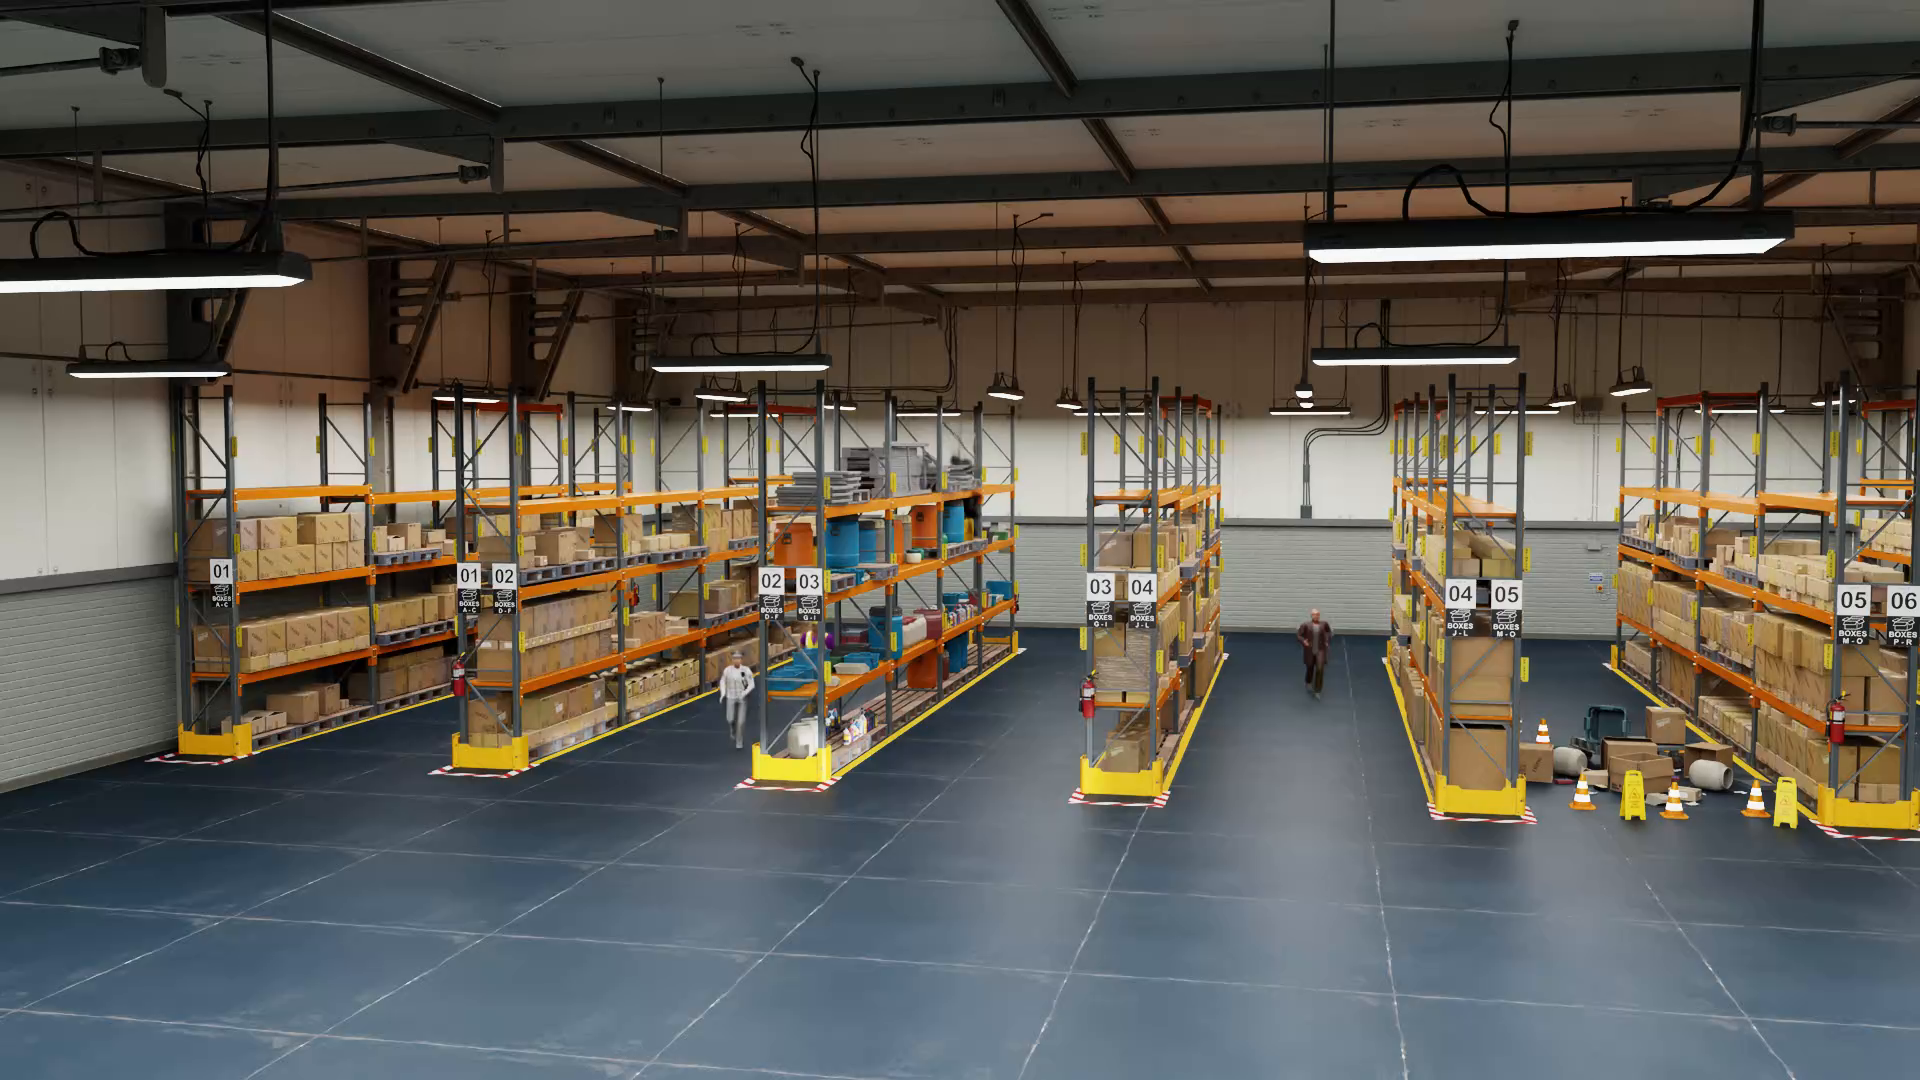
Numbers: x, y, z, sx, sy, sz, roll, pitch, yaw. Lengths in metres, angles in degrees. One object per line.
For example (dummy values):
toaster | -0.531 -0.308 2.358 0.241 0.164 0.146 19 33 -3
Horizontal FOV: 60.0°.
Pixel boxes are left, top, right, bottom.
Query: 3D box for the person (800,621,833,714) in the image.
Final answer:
person | -2.720 2.372 31.408 0.672 1.825 0.763 0 3 2

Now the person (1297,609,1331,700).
person | 7.083 2.250 33.235 0.690 1.771 0.983 0 3 7

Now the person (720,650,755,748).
person | -3.710 2.639 27.607 0.602 1.645 0.575 0 3 0
